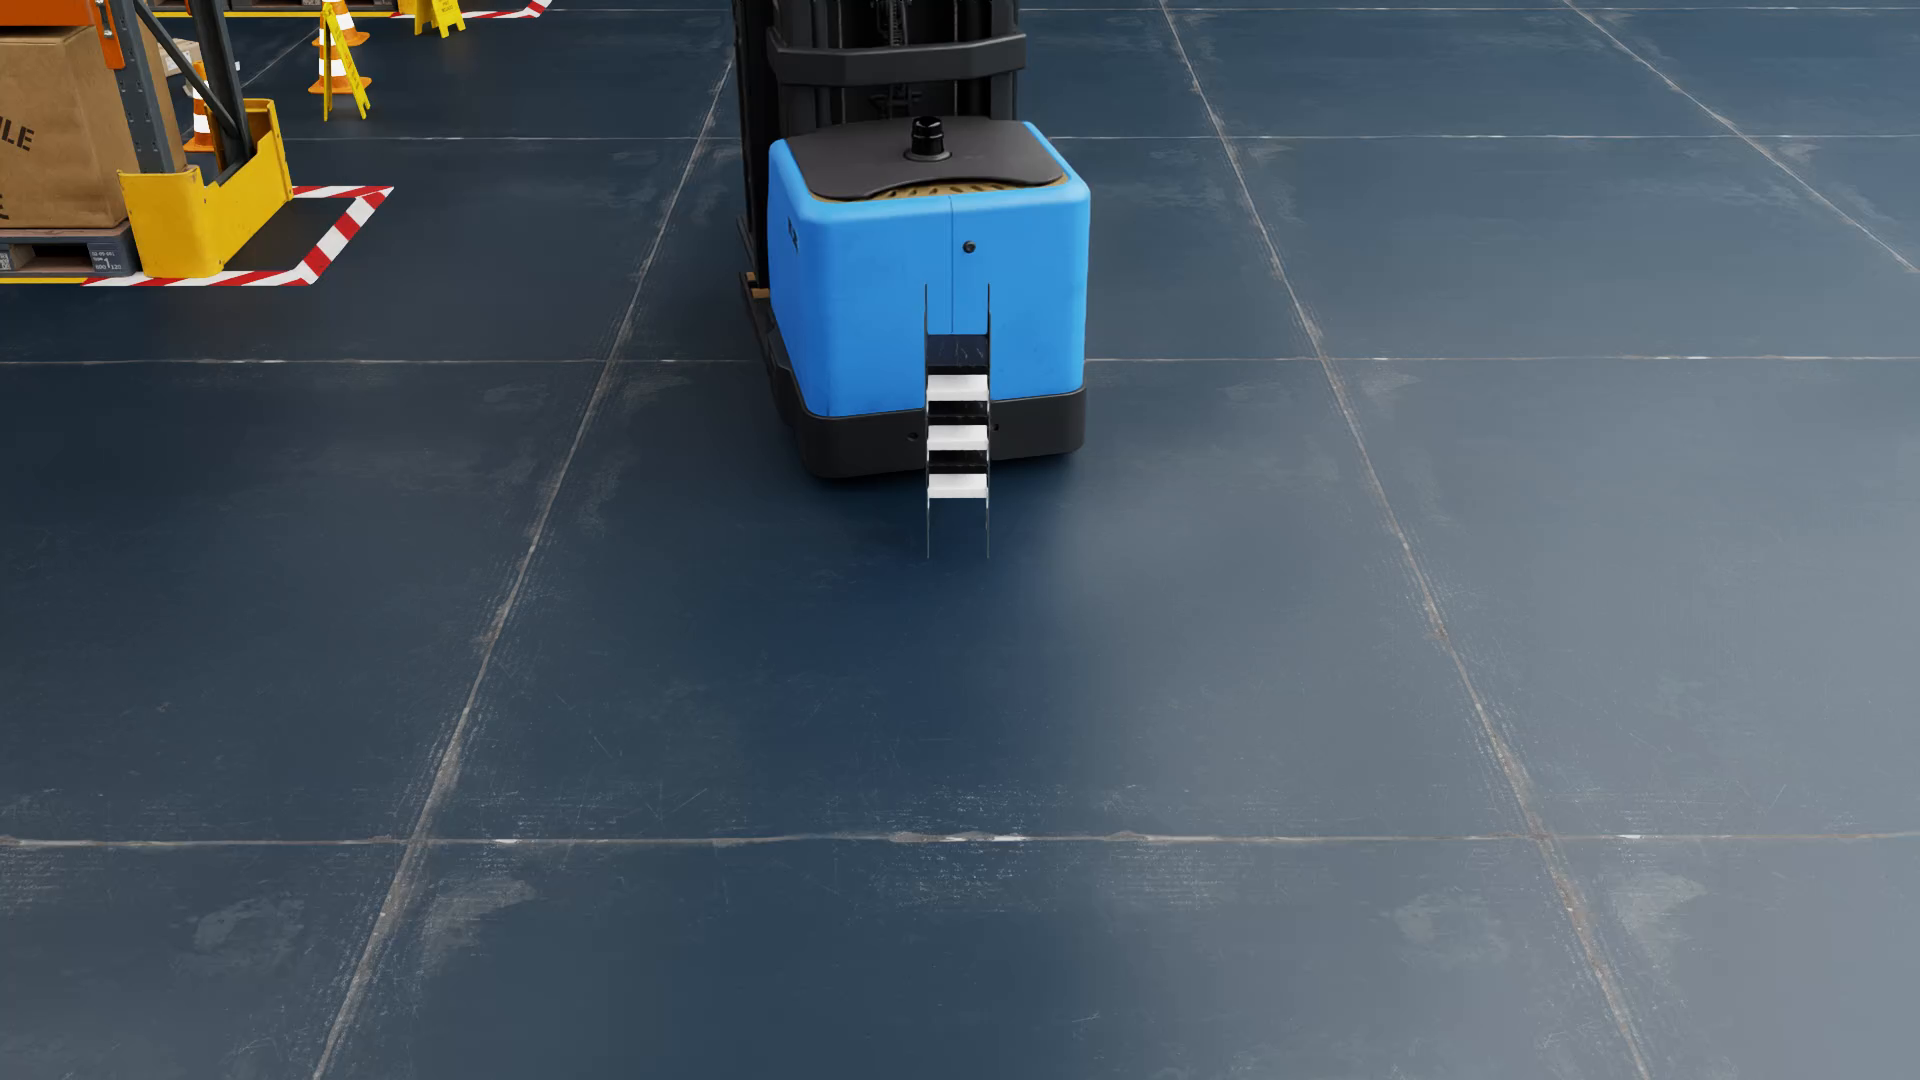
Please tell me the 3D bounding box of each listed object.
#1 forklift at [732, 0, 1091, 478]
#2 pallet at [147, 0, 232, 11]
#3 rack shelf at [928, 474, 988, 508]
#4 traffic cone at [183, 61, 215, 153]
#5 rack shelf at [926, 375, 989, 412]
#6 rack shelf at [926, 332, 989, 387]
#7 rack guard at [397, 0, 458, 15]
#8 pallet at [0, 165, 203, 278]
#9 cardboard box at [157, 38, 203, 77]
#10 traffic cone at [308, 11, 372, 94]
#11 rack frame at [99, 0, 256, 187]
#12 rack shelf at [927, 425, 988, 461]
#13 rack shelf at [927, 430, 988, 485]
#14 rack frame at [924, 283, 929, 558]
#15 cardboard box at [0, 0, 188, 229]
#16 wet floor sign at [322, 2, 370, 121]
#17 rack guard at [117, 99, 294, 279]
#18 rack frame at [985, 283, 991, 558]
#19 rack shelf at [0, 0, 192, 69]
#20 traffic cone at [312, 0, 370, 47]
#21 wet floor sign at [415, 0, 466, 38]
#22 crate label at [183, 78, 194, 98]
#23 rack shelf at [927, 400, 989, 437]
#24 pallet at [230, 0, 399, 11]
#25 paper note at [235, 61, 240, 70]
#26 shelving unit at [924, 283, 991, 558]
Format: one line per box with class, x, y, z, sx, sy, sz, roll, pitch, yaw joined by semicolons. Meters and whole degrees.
forklift;-0.369;-2.228;6.596;1.130;2.935;3.031;-7;32;-11
pallet;-5.921;-4.195;12.461;1.213;0.211;1.003;0;31;0
rack shelf;-0.008;-0.202;5.627;0.200;0.077;0.258;0;31;0
traffic cone;-4.224;-2.457;9.354;0.334;0.463;0.336;0;31;0
rack shelf;-0.008;-0.510;5.440;0.200;0.077;0.258;0;31;0
rack shelf;-0.008;-0.587;5.394;0.200;0.077;0.258;0;31;0
rack guard;-3.891;-4.305;12.364;0.348;0.500;1.175;0;31;0
pallet;-4.483;-1.572;8.137;1.213;0.211;1.003;0;31;0
cardboard box;-5.113;-3.104;10.722;0.250;0.149;0.380;16;35;25
traffic cone;-3.891;-3.045;10.322;0.334;0.463;0.336;0;31;0
rack frame;-3.684;-2.807;7.485;0.127;3.000;1.000;0;31;0
rack shelf;-0.008;-0.356;5.534;0.200;0.077;0.258;0;31;0
rack shelf;-0.008;-0.279;5.581;0.200;0.077;0.258;0;31;0
rack frame;-0.110;-0.384;5.516;0.006;0.900;0.240;0;31;0
cardboard box;-4.362;-2.042;7.867;0.875;0.875;0.875;0;31;0
wet floor sign;-3.667;-2.828;9.788;0.232;0.644;0.267;-5;32;-9
rack guard;-3.660;-1.738;8.133;0.348;0.500;1.175;0;31;0
rack frame;0.094;-0.385;5.517;0.006;0.900;0.240;0;31;0
rack shelf;-5.684;-2.493;7.661;4.000;0.370;1.077;0;31;0
traffic cone;-4.237;-3.619;11.269;0.334;0.463;0.336;0;31;0
wet floor sign;-3.619;-3.813;11.413;0.232;0.644;0.267;10;33;17
crate label;-4.676;-2.871;10.349;0.298;0.136;0.250;-17;35;-26
rack shelf;-0.008;-0.433;5.487;0.200;0.077;0.258;0;31;0
pallet;-4.704;-4.198;12.465;1.213;0.211;1.003;0;31;0
paper note;-4.748;-3.069;10.780;0.142;0.019;0.148;-11;33;-17
shelving unit;-0.008;-0.385;5.517;0.210;0.900;0.258;0;31;0
